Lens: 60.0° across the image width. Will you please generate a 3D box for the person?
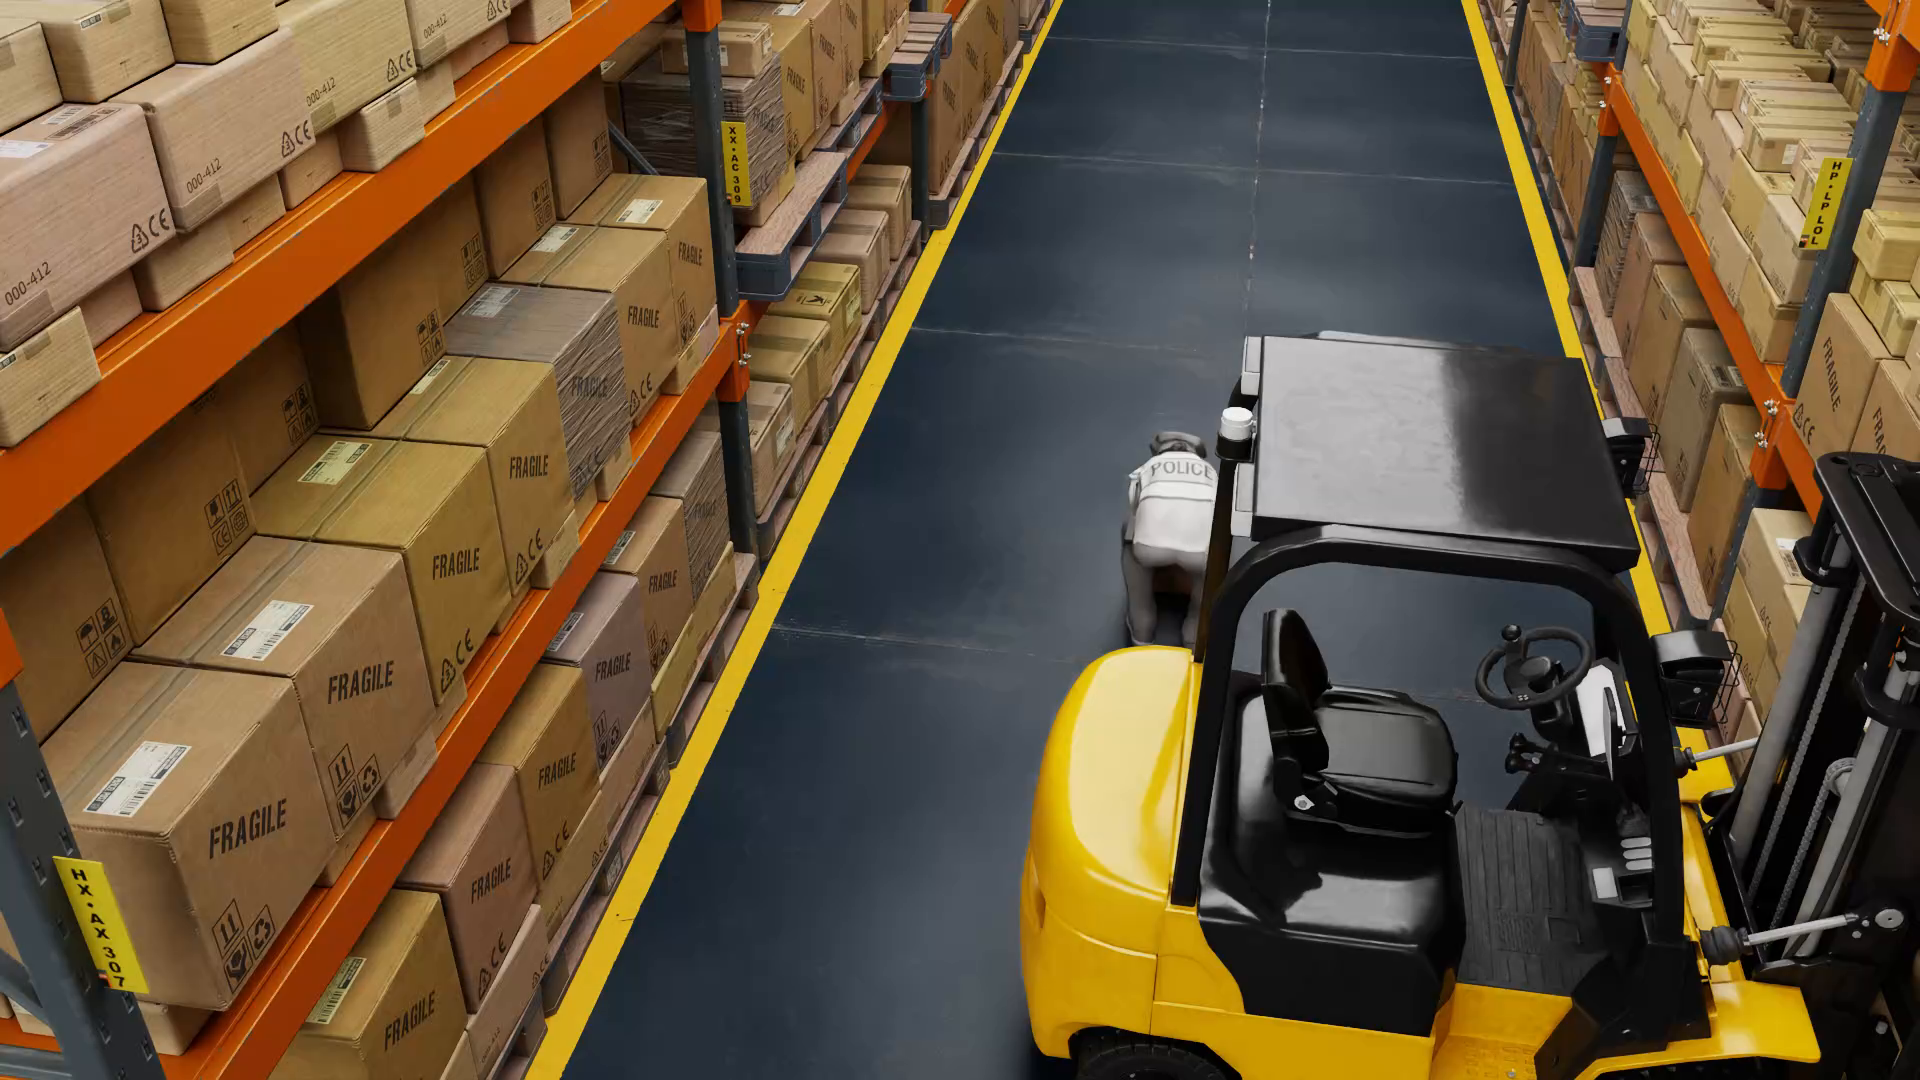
[{"bbox_3d":[0.897,0.013,6.936,0.456,0.822,0.919,4,33,6],"label":"person"}]
